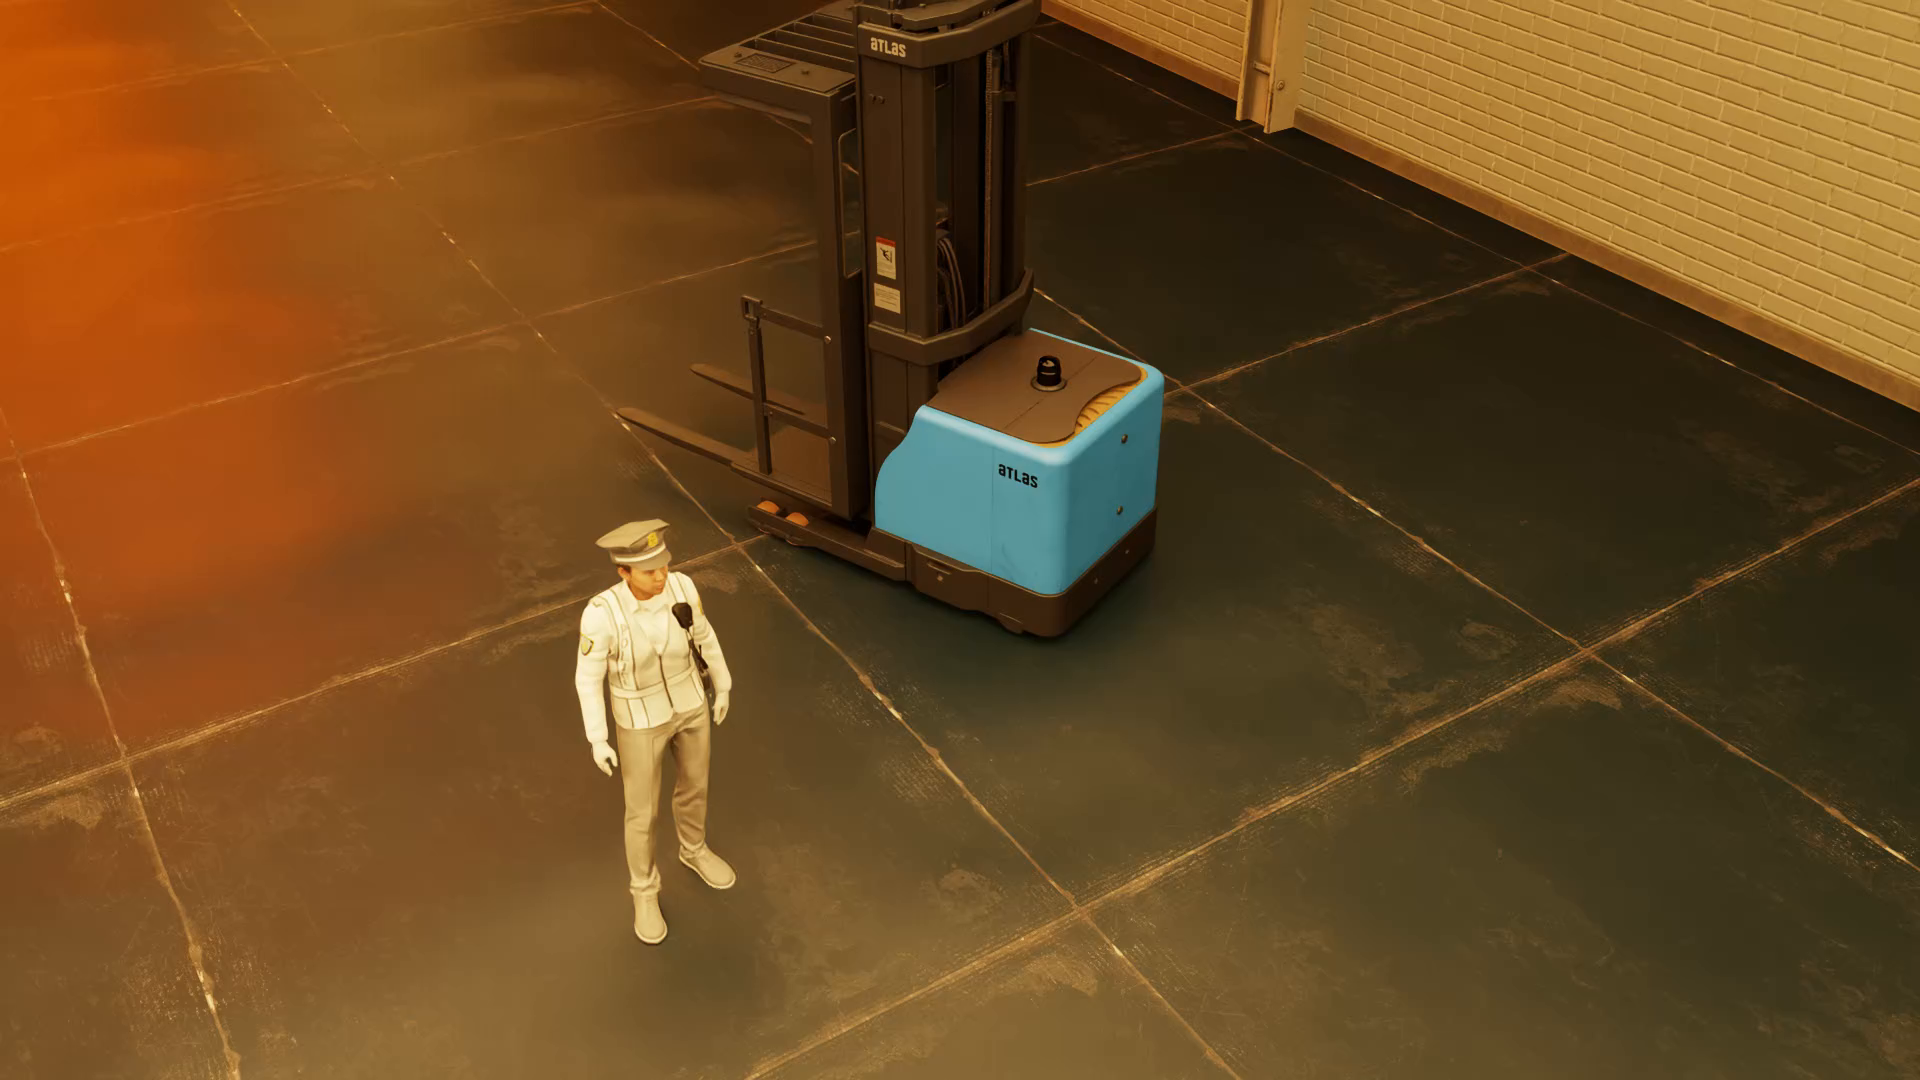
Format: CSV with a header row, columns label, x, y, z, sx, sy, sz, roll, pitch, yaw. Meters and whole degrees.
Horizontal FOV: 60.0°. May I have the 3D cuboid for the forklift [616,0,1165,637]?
label,x,y,z,sx,sy,sz,roll,pitch,yaw
forklift,-0.500,-1.399,8.138,3.031,2.935,1.130,22,41,28

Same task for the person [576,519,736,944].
label,x,y,z,sx,sy,sz,roll,pitch,yaw
person,-1.102,0.689,6.251,0.606,1.705,0.477,-22,41,-28
